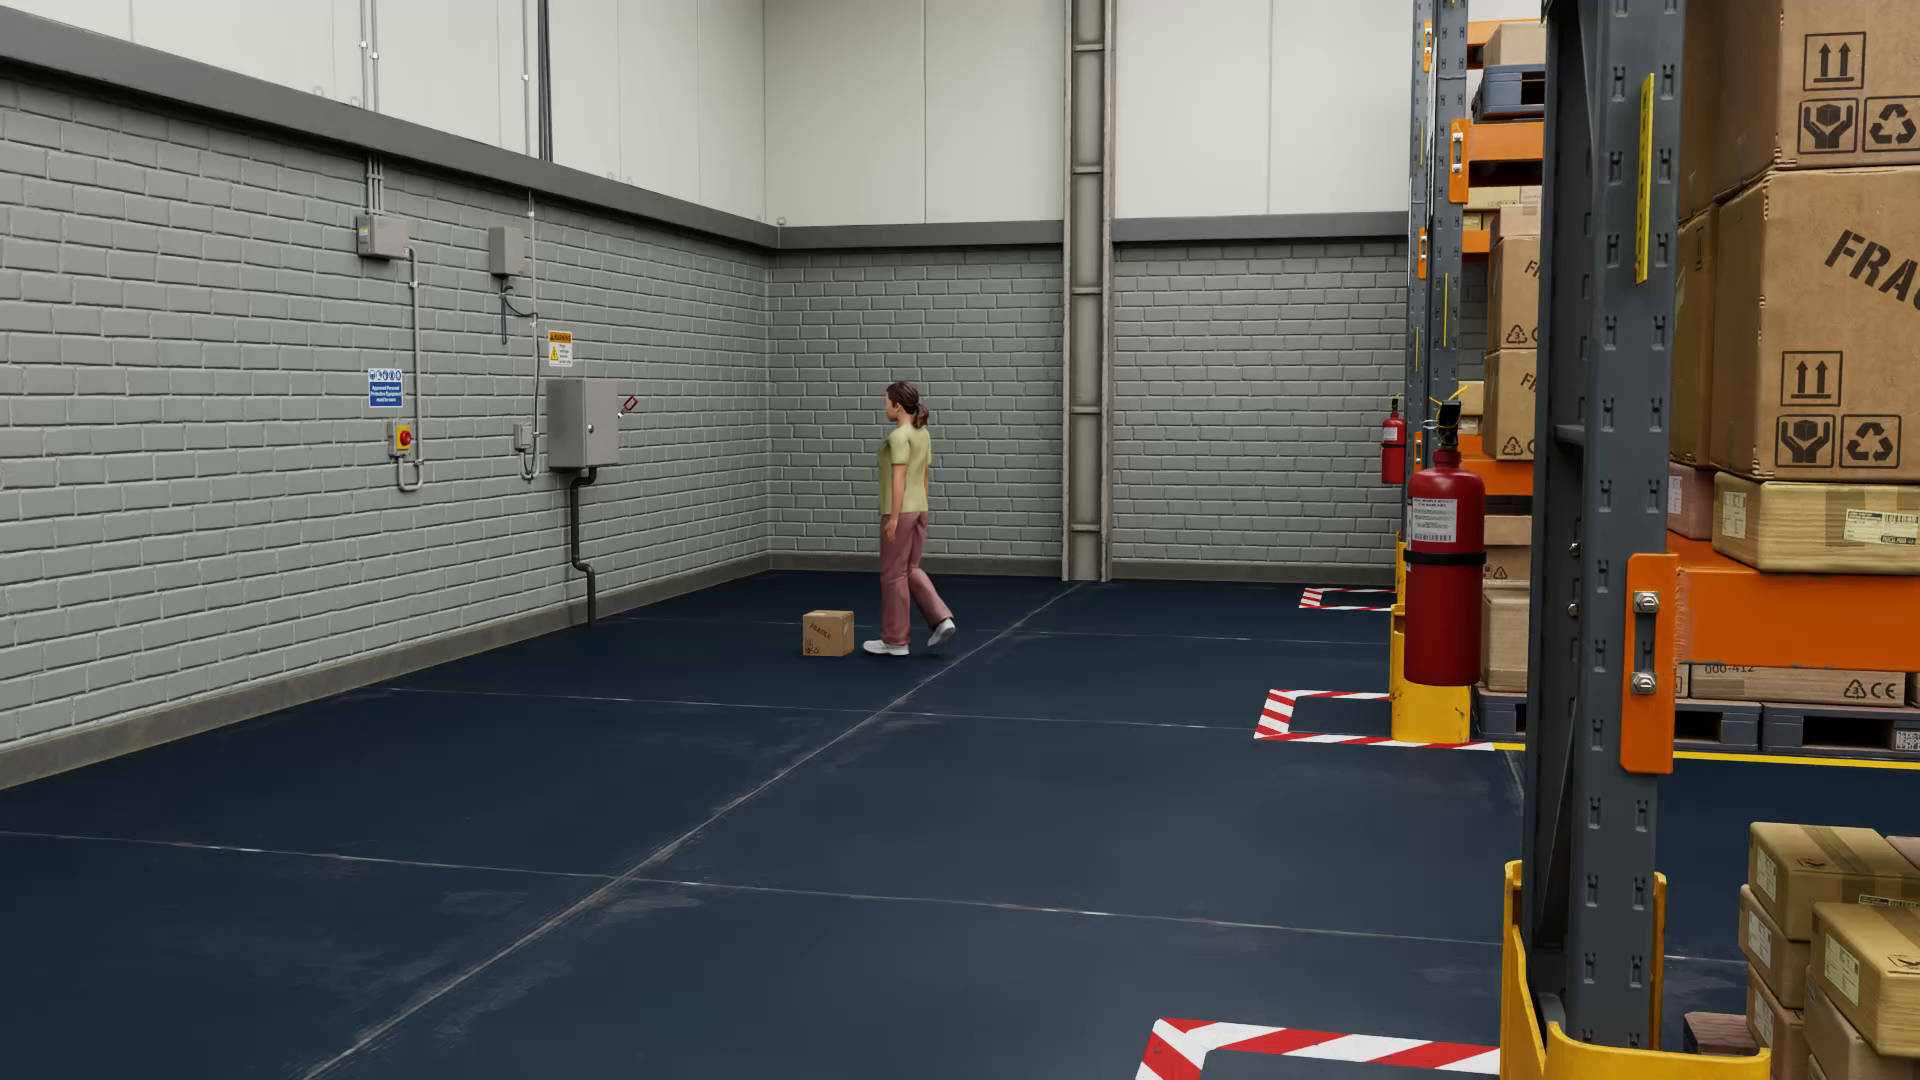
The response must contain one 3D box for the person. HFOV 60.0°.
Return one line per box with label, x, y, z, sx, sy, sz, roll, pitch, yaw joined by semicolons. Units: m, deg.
person;-0.319;-0.132;10.127;0.584;1.672;0.455;2;6;27
